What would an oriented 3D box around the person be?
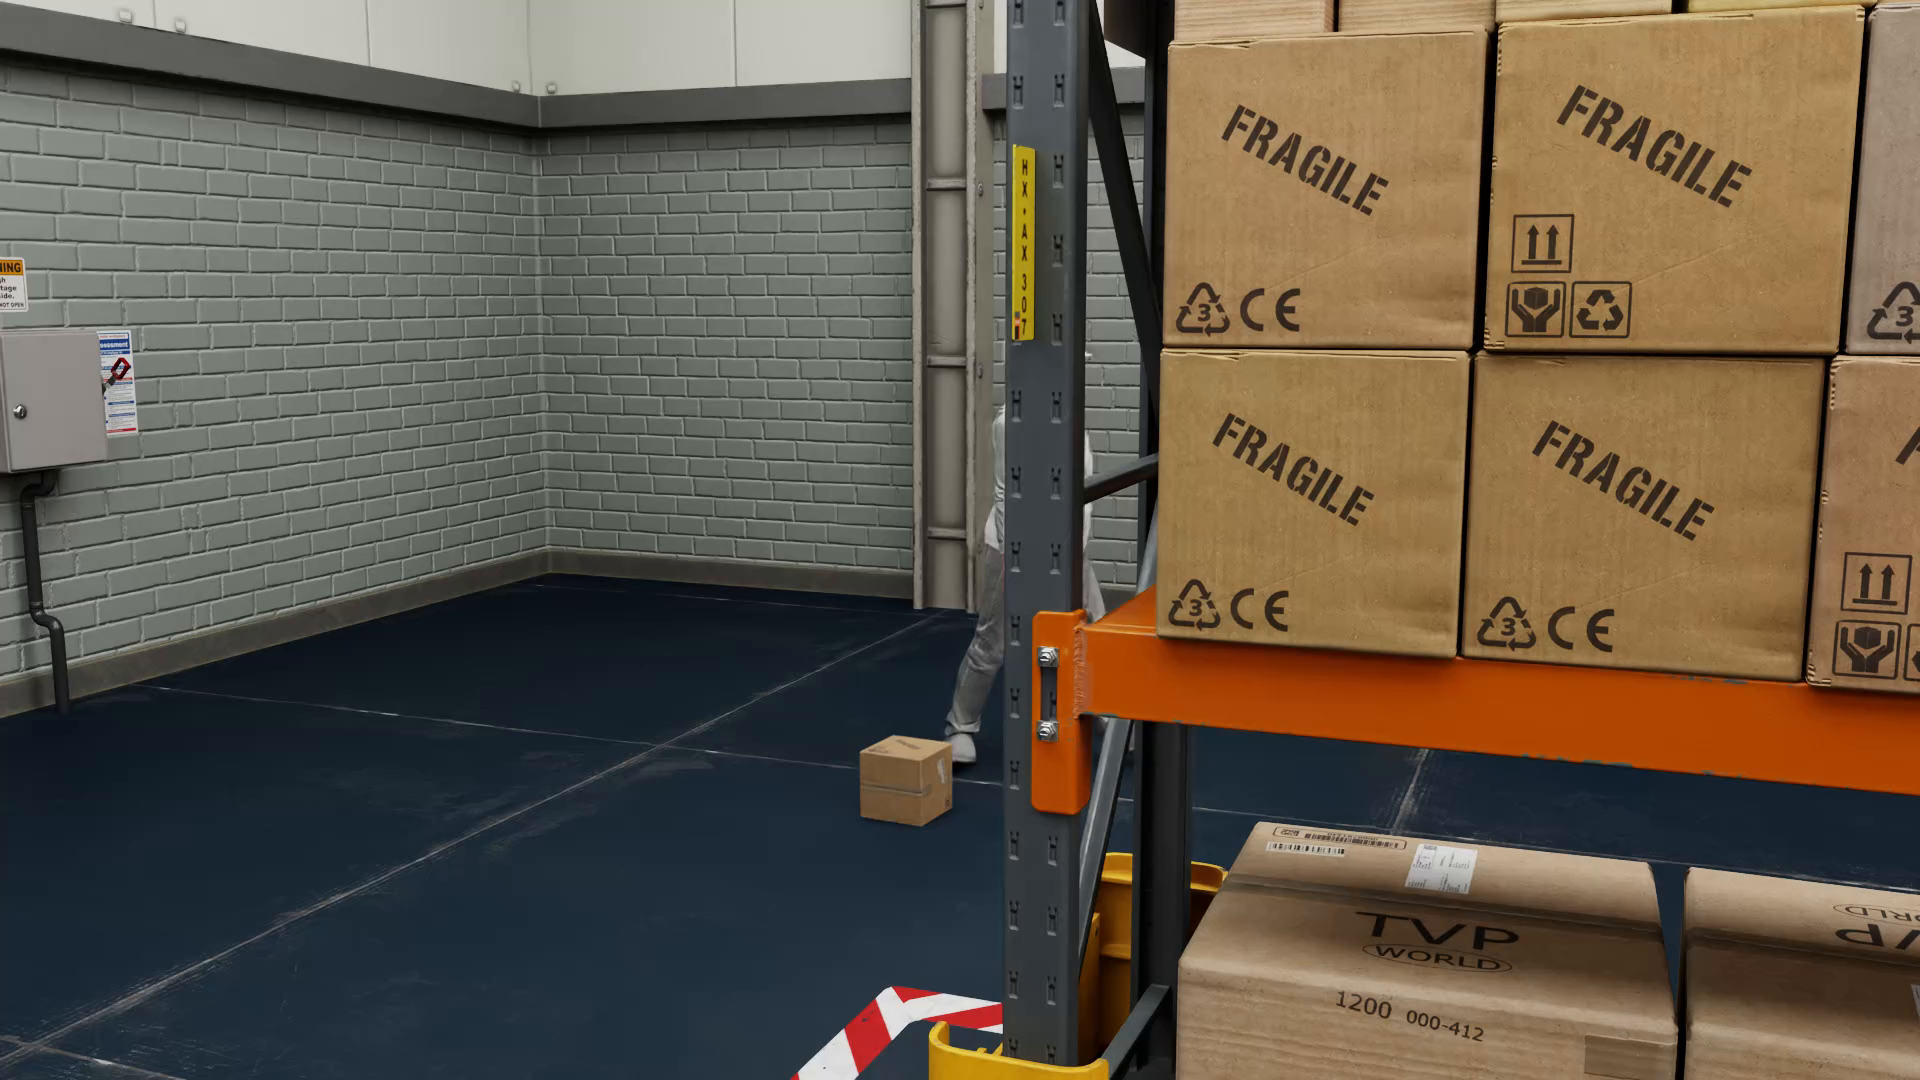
[{"bbox_3d":[0.371,0.026,6.542,0.864,1.733,0.654,7,11,38],"label":"person"}]
